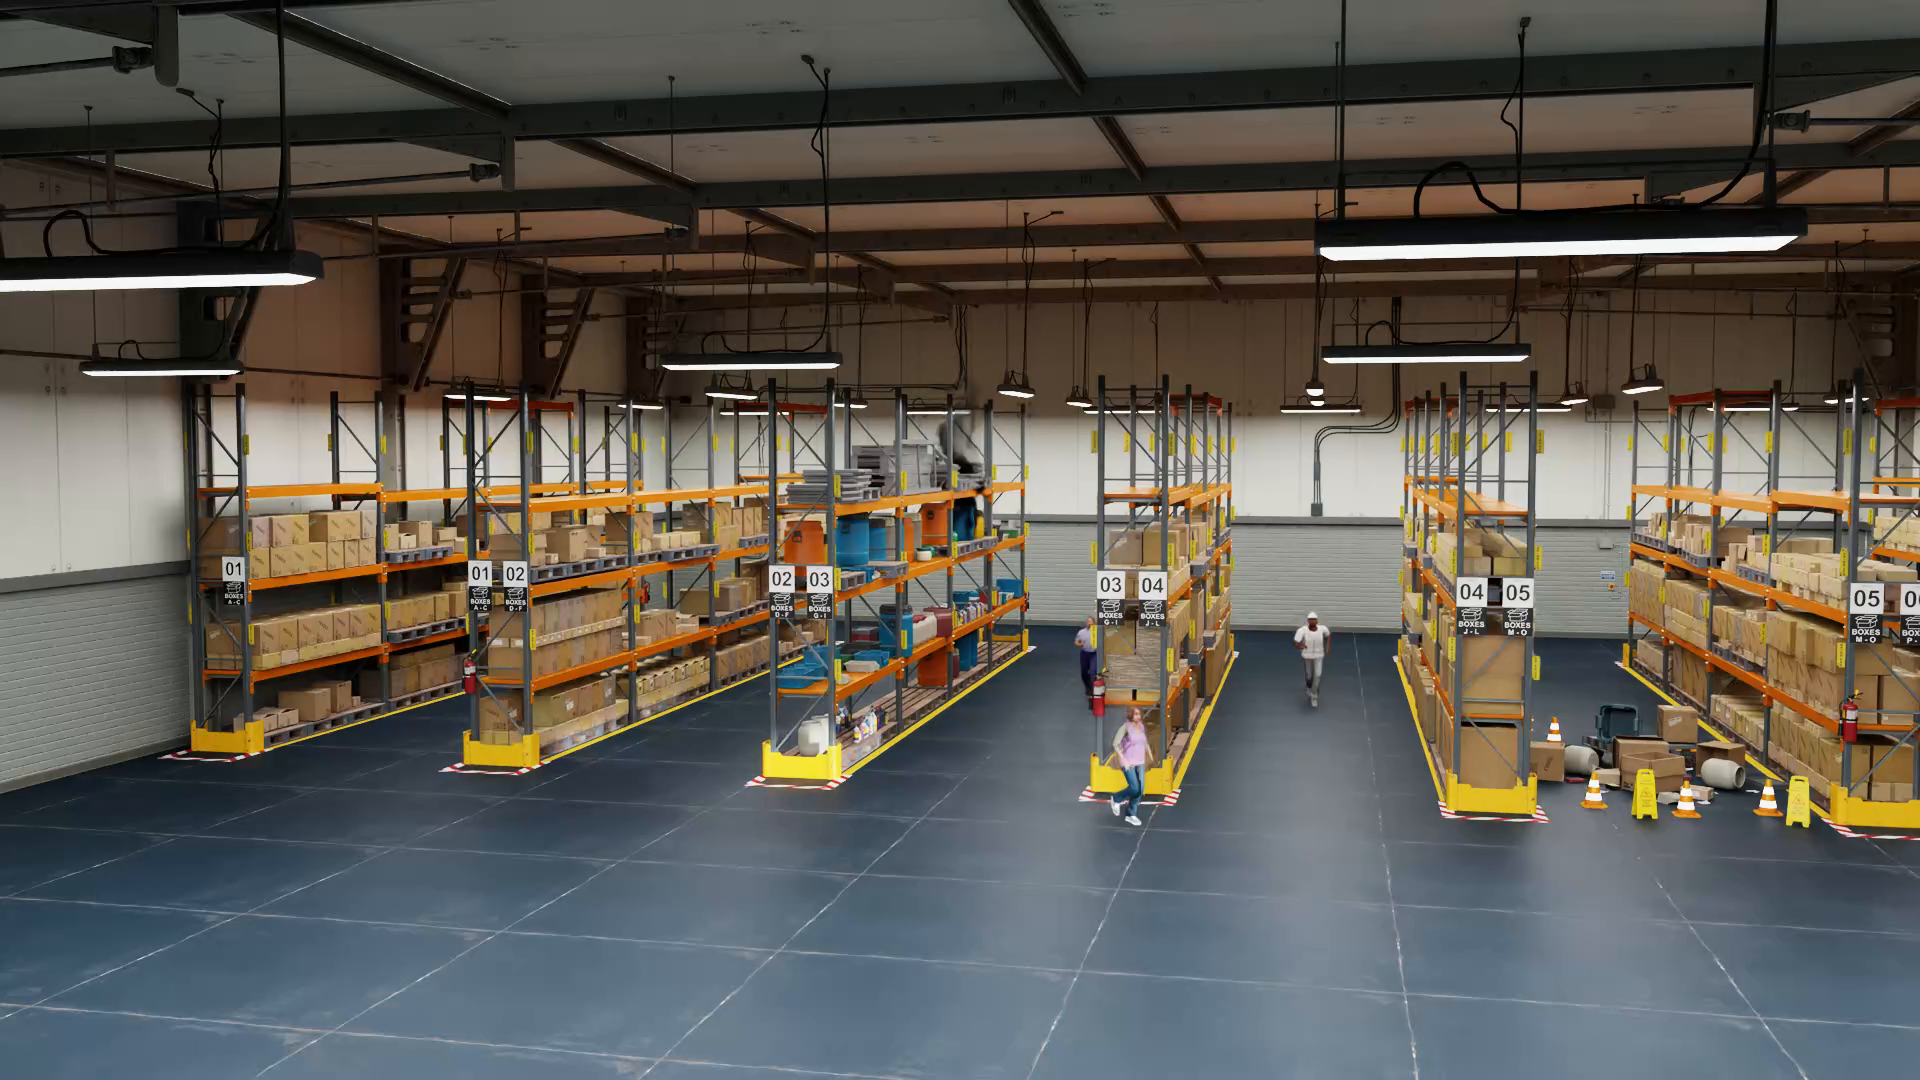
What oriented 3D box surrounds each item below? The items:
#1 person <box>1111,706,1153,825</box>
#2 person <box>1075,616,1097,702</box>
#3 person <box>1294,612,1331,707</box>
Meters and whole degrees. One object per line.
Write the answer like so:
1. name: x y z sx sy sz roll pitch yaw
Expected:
1. person: 2.270 2.978 22.035 0.556 1.550 0.538 -2 4 -37
2. person: 2.548 2.303 32.539 0.607 1.632 0.941 1 3 15
3. person: 6.825 2.297 32.202 0.731 1.811 0.938 0 3 5
